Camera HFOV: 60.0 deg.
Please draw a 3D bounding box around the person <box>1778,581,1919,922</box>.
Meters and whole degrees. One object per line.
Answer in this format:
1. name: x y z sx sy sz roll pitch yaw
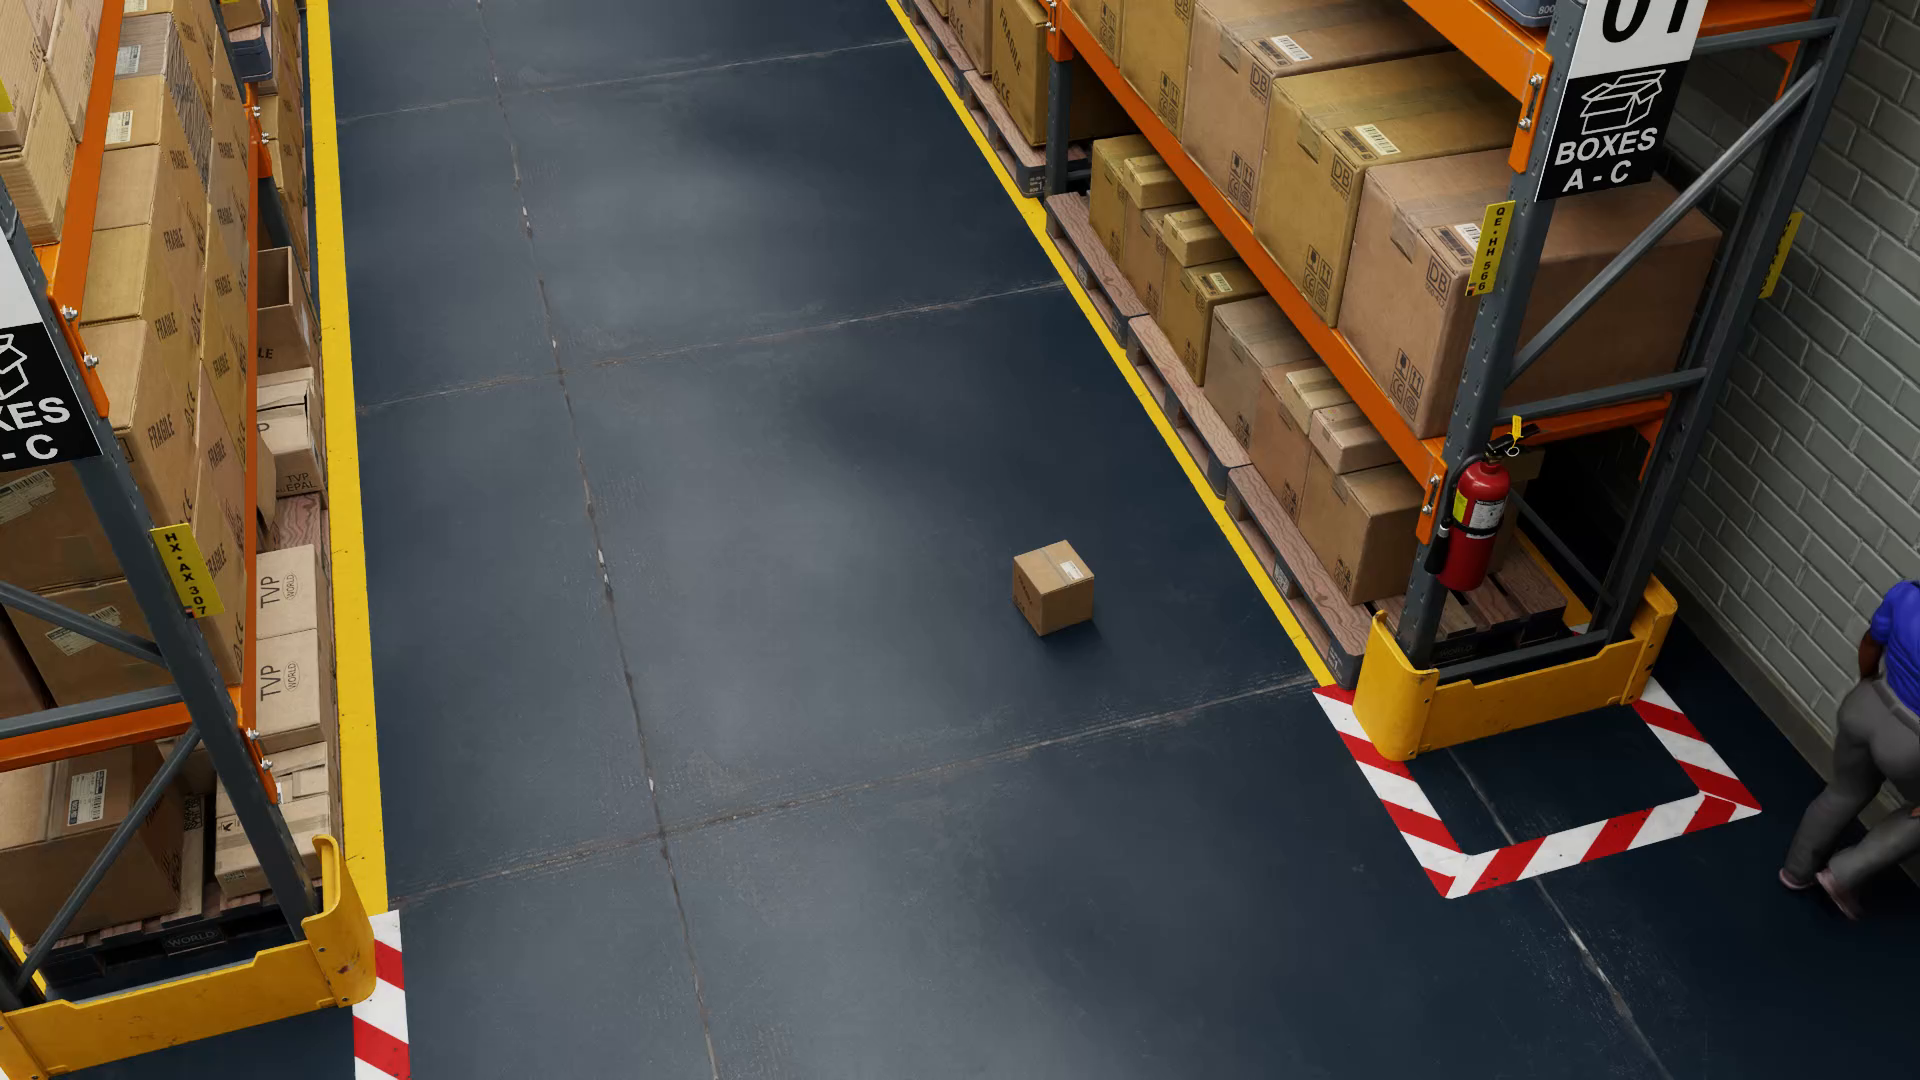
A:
1. person: 3.123 0.627 5.470 0.445 1.668 0.495 -12 44 -13
